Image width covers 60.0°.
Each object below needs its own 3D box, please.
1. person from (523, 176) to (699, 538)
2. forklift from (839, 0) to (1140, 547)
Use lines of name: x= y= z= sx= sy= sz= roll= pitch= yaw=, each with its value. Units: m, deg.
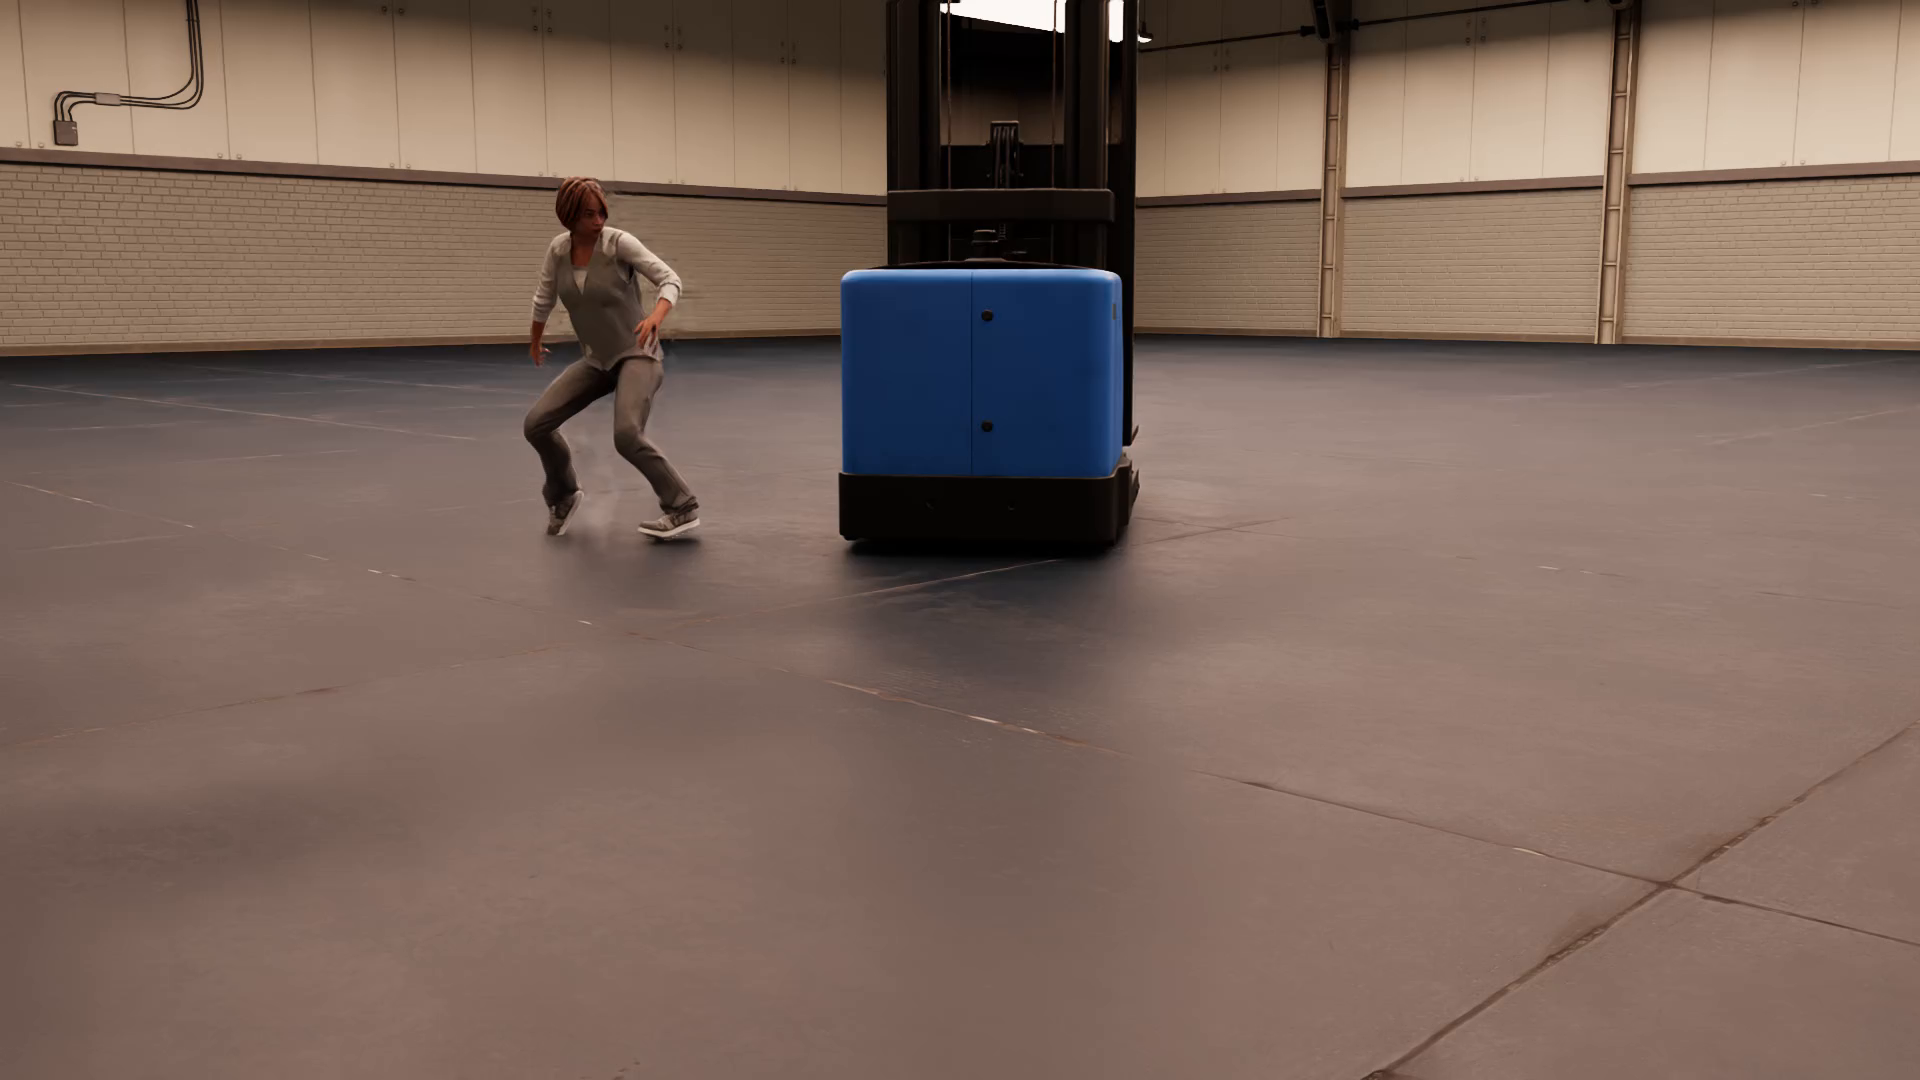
person: x=-1.466 y=-0.679 z=6.647 sx=0.875 sy=1.489 sz=0.492 roll=4 pitch=9 yaw=25
forklift: x=0.258 y=-1.601 z=7.507 sx=1.130 sy=2.935 sz=3.031 roll=1 pitch=9 yaw=8
